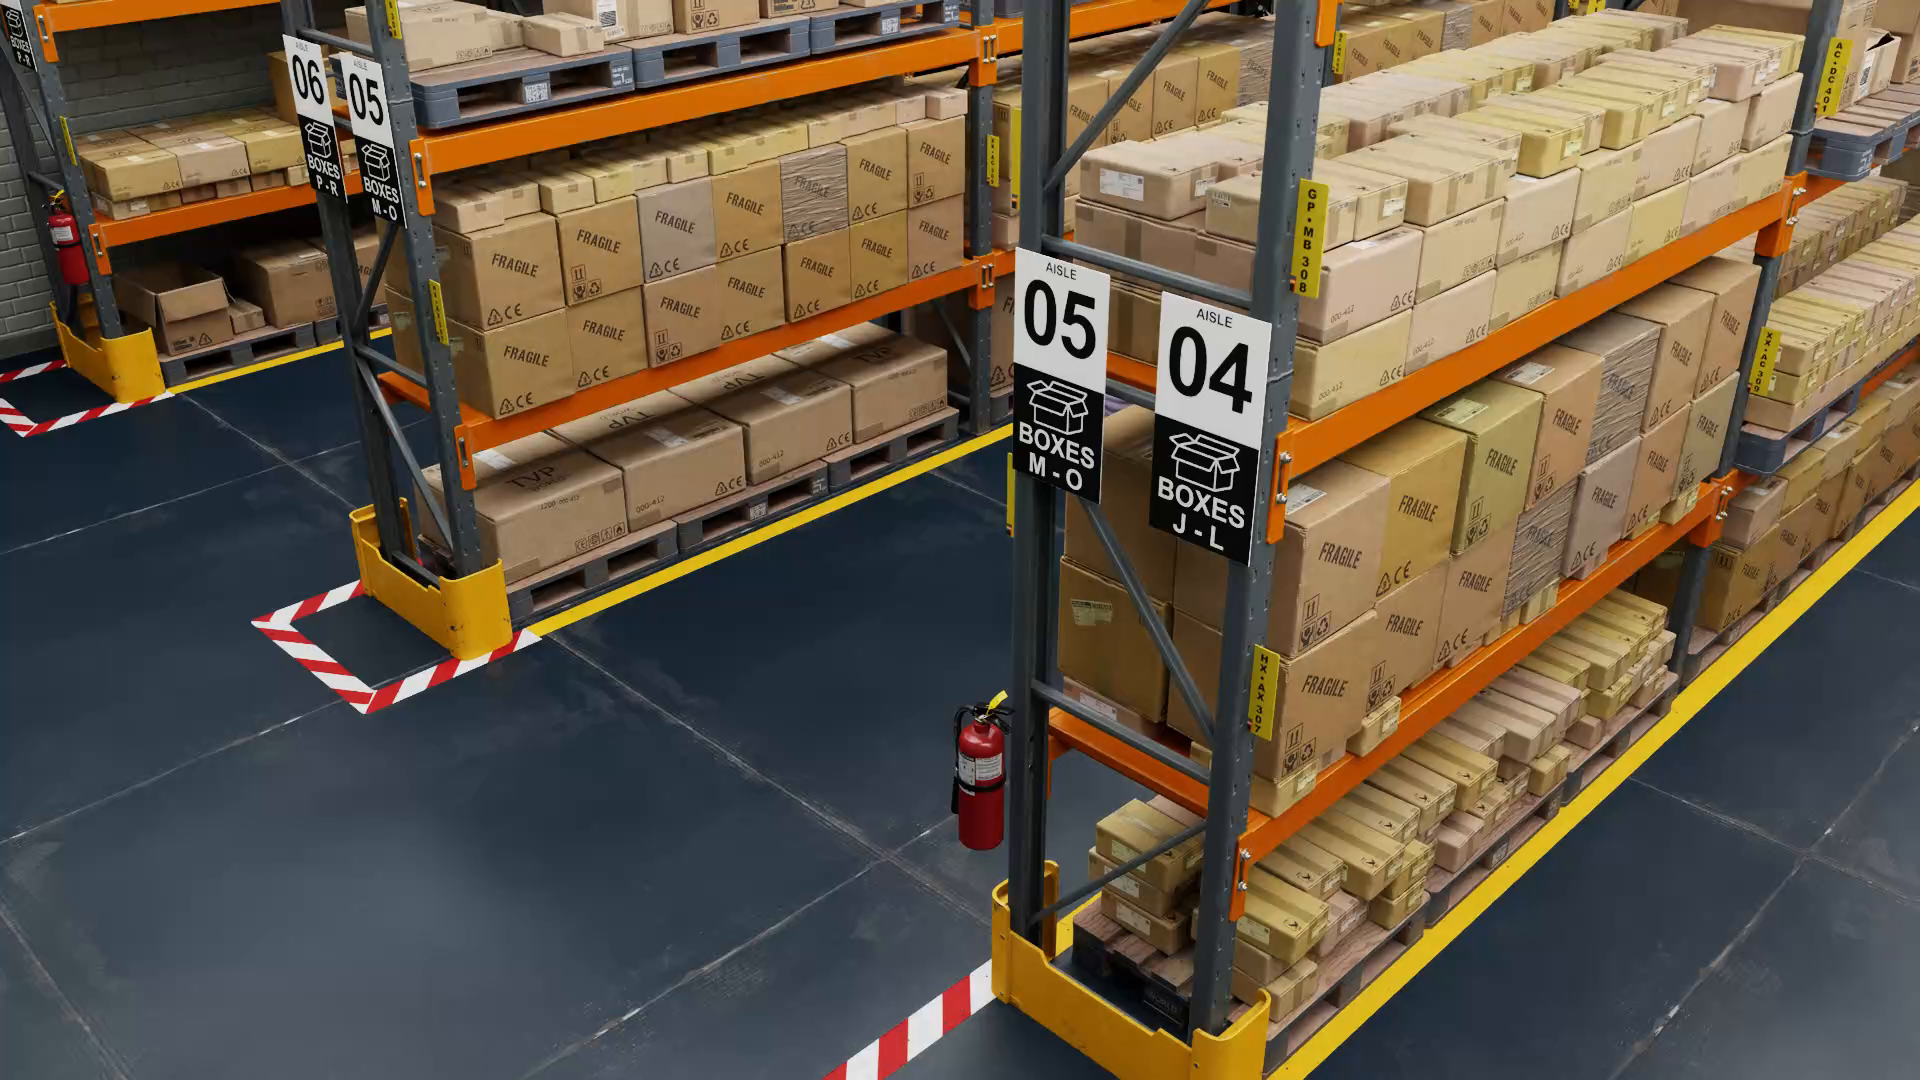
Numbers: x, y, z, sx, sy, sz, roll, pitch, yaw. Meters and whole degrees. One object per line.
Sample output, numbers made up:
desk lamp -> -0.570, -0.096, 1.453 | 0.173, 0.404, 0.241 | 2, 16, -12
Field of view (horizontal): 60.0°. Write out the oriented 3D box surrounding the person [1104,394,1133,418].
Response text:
person -> 0.932, -0.525, 9.635 | 0.558, 1.636, 0.377 | 22, 35, 36
